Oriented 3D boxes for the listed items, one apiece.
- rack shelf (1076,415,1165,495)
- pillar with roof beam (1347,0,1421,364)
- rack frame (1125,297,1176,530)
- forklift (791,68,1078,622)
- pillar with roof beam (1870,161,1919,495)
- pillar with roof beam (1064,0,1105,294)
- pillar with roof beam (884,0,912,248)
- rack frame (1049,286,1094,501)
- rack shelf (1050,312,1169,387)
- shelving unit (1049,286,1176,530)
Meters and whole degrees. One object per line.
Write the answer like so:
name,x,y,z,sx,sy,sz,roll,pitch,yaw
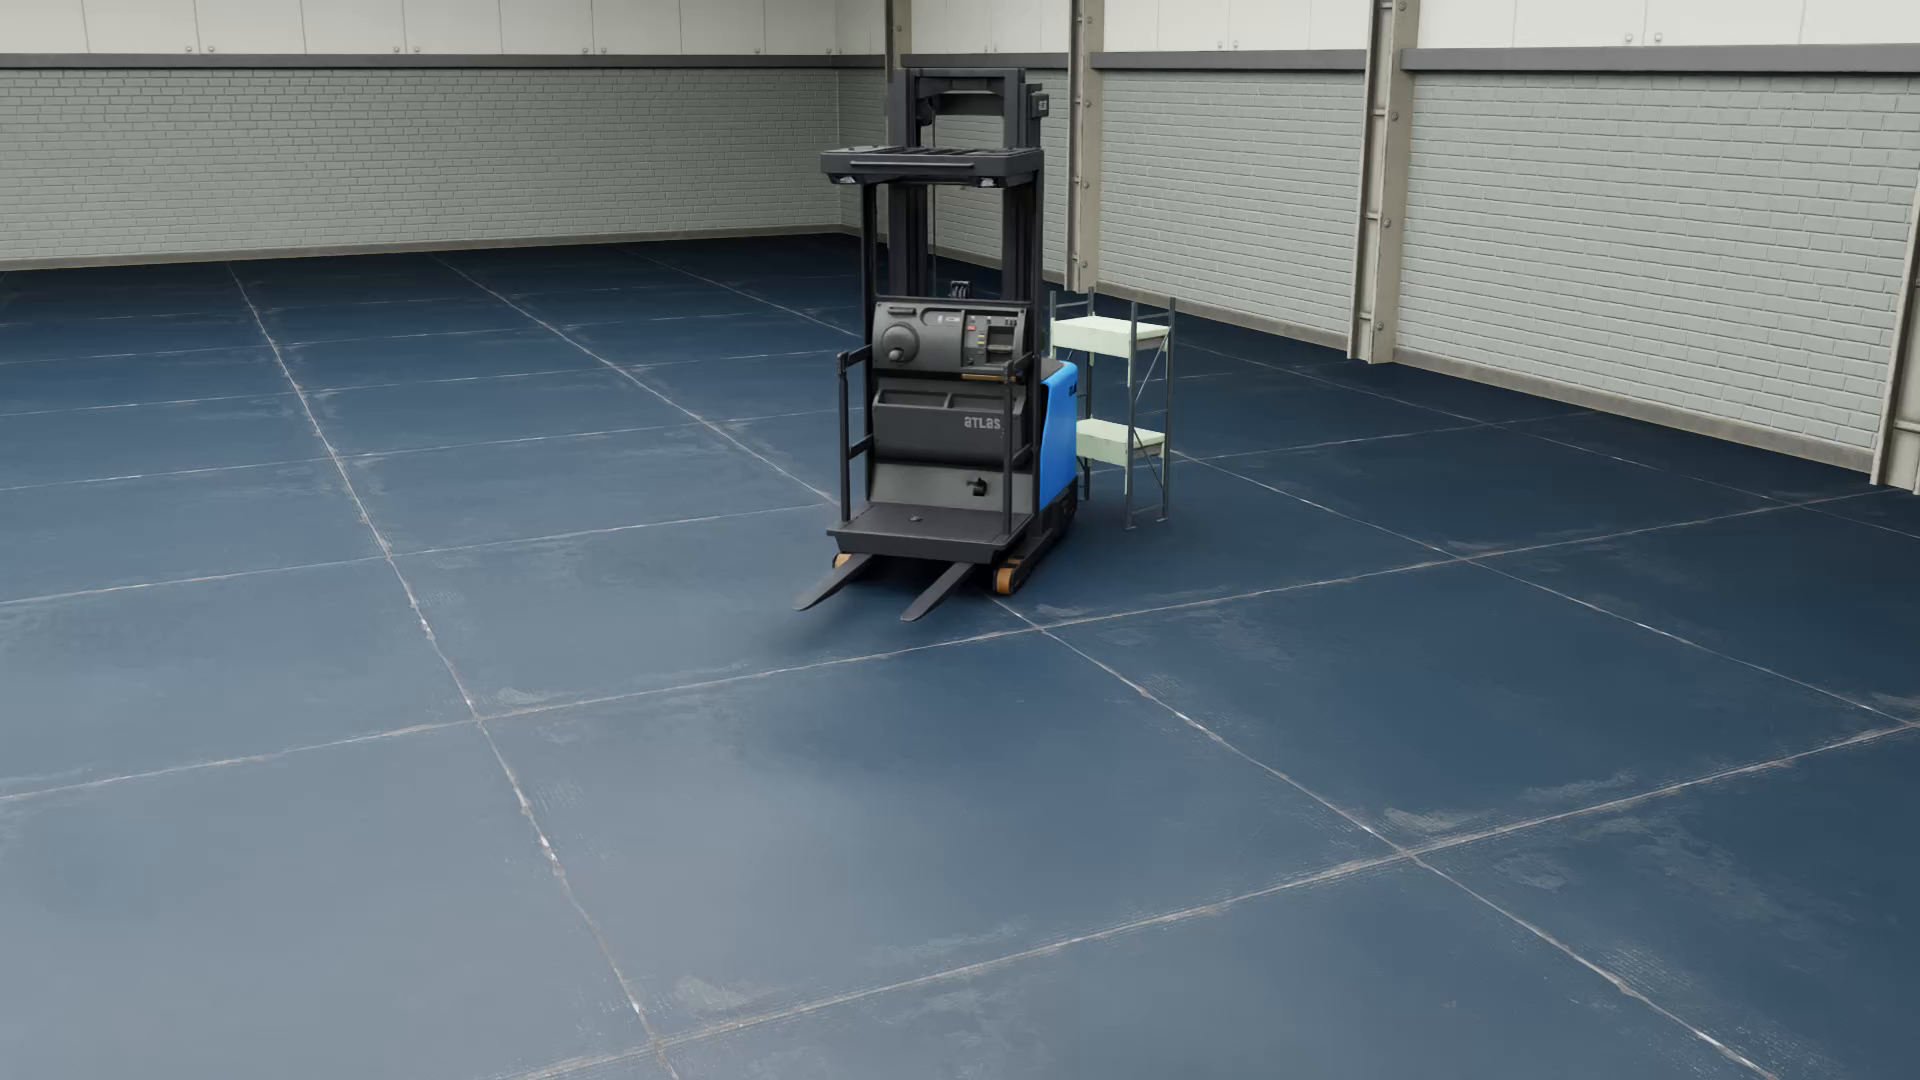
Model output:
rack shelf,1.003,-0.586,11.254,0.431,0.370,0.720,-14,21,-40
pillar with roof beam,0.396,-5.679,14.225,9.100,9.000,0.400,-8,18,-25
rack frame,1.247,-0.824,10.903,0.400,1.500,0.023,-14,21,-40
forklift,-0.126,-1.207,9.642,1.130,2.935,3.031,5,17,16
pillar with roof beam,3.024,-4.191,9.041,9.100,9.000,0.400,-8,18,-25
pillar with roof beam,-2.233,-7.166,19.409,9.100,9.000,0.400,-8,18,-25
pillar with roof beam,-4.861,-8.654,24.594,9.100,9.000,0.400,-8,18,-25
rack frame,0.758,-0.974,11.426,0.400,1.500,0.023,-14,21,-40
rack shelf,1.003,-1.274,11.057,0.431,0.370,0.720,-14,21,-40
shelving unit,1.003,-0.899,11.164,0.431,1.500,0.755,-14,21,-40
